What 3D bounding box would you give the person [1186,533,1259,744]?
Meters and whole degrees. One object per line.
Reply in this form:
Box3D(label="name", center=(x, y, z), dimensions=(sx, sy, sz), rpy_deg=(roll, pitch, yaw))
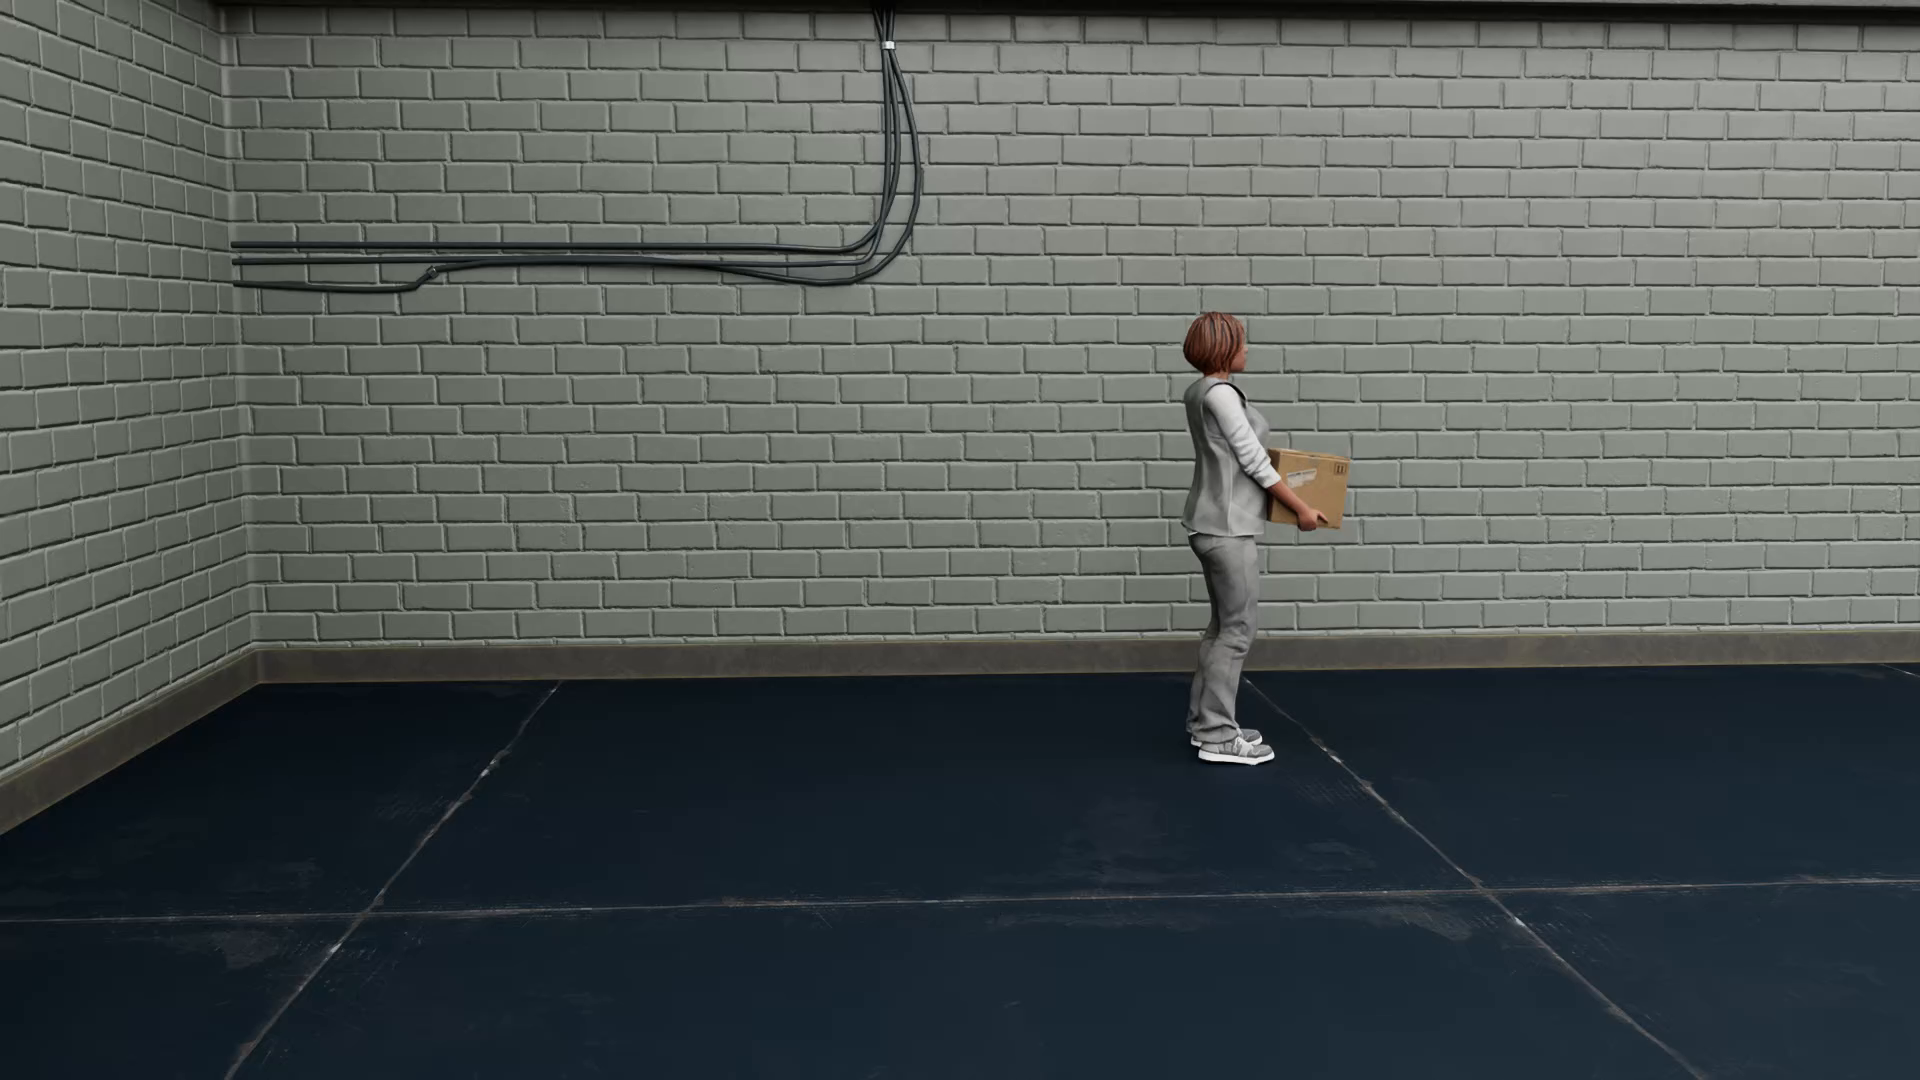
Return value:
Box3D(label="person", center=(0.941, 0.290, 5.954), dimensions=(0.248, 0.851, 0.354), rpy_deg=(0, 7, -3))
